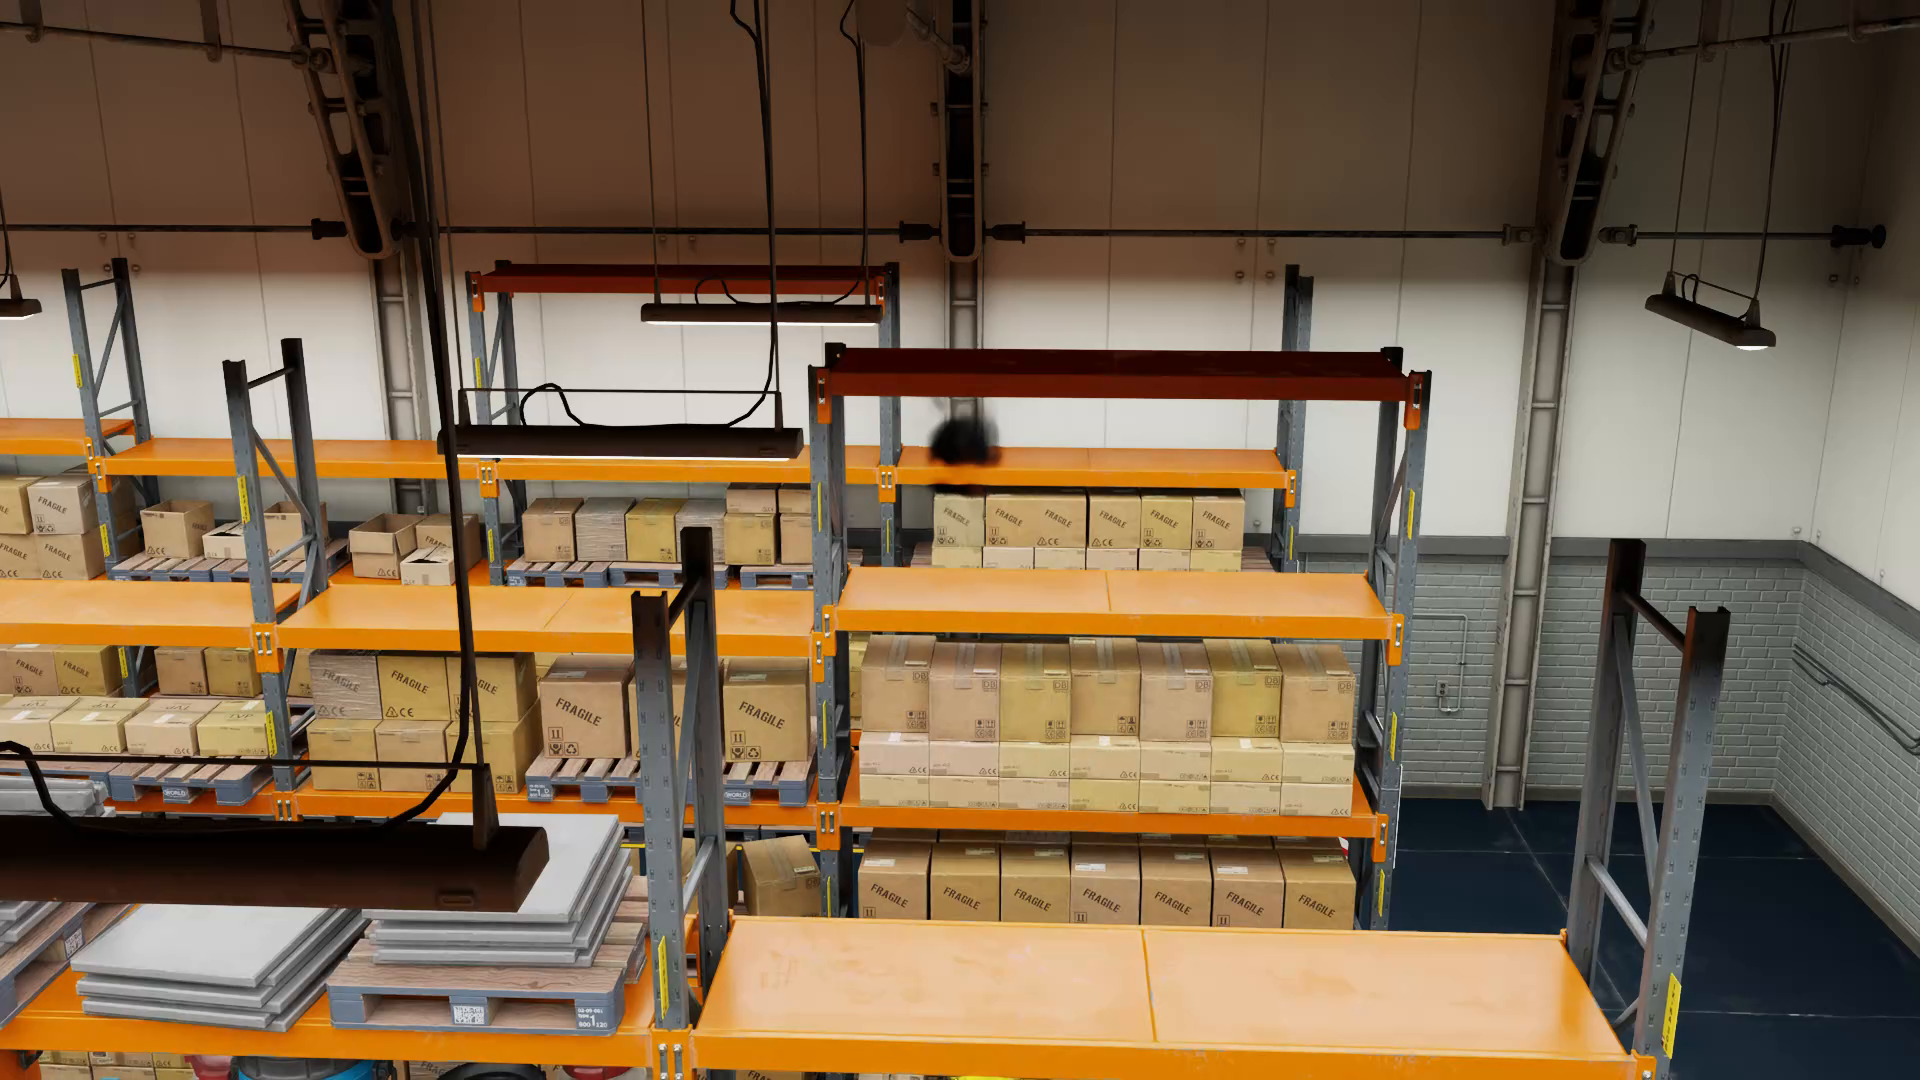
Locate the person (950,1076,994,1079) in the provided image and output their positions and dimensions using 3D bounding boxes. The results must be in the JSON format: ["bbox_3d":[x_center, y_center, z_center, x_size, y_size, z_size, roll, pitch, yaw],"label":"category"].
[{"bbox_3d":[0.043,4.225,10.978,0.591,1.726,0.709,-3,16,-9],"label":"person"}]
